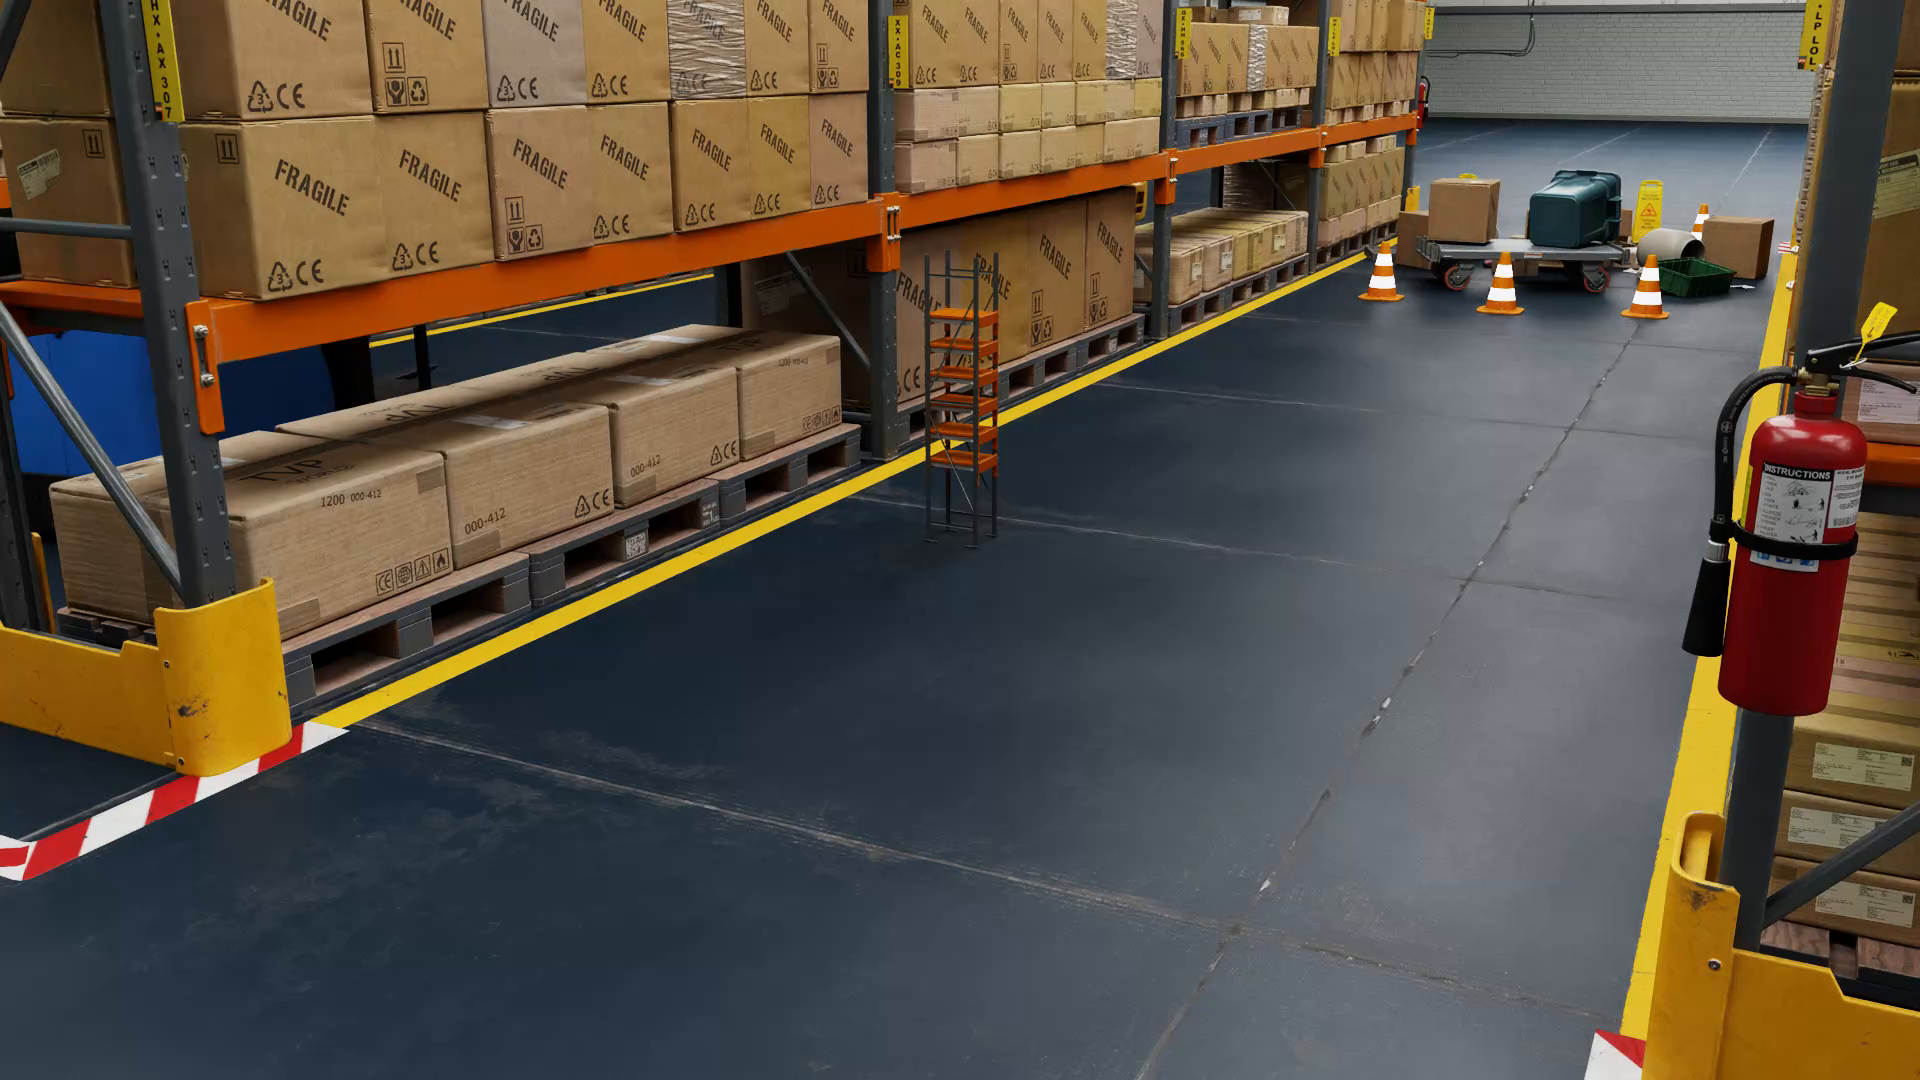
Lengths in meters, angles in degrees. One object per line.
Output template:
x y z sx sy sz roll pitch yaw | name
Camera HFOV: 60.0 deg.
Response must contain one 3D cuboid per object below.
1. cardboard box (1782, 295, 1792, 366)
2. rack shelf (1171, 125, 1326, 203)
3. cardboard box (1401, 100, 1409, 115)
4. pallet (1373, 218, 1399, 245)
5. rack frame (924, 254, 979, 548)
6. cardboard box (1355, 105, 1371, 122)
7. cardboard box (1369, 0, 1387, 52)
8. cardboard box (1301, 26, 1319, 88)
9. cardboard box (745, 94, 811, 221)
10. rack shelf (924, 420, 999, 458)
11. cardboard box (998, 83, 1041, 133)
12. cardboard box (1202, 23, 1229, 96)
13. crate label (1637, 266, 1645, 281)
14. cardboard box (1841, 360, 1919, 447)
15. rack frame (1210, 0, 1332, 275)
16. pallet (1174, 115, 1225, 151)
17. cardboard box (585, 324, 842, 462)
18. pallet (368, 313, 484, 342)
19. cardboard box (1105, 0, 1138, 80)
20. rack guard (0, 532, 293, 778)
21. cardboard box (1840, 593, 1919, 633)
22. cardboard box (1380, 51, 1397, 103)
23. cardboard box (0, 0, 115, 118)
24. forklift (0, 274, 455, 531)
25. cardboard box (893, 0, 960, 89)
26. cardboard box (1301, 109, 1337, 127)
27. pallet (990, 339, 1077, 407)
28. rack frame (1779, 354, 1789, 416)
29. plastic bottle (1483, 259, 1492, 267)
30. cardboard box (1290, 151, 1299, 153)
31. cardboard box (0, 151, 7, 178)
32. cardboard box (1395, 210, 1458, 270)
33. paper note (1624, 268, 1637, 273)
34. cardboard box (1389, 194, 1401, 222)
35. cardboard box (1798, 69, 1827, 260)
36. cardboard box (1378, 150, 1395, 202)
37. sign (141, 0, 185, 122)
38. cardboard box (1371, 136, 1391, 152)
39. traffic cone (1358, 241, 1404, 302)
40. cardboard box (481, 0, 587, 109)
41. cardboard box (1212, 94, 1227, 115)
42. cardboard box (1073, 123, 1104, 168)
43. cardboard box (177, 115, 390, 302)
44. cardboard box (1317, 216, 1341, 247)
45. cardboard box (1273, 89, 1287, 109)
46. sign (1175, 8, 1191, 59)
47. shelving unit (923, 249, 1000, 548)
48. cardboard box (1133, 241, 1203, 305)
4.931 -1.167 9.339 0.500 0.500 0.500 7 18 23 | cardboard box
1.896 -3.080 13.391 1.077 0.370 4.000 8 18 25 | rack shelf
4.587 -4.632 17.793 0.380 0.149 0.250 8 18 25 | cardboard box
4.148 -3.395 18.084 1.003 0.211 1.213 8 18 25 | pallet
-0.034 -0.556 6.787 0.240 1.200 0.006 8 18 25 | rack frame
3.797 -4.178 16.265 0.380 0.149 0.250 8 18 26 | cardboard box
3.676 -4.941 15.937 0.700 0.500 0.500 8 18 24 | cardboard box
2.788 -4.180 14.393 0.500 0.500 0.500 8 18 24 | cardboard box
-0.989 -1.663 7.178 0.500 0.500 0.500 8 18 24 | cardboard box
0.006 -0.421 6.913 0.258 0.103 0.180 8 18 25 | rack shelf
0.121 -2.403 9.230 0.500 0.250 0.500 8 18 26 | cardboard box
1.637 -3.527 12.194 0.500 0.500 0.500 9 19 28 | cardboard box
6.128 -2.333 14.637 0.298 0.136 0.250 -4 17 -13 | crate label
1.794 -0.273 3.116 0.380 0.149 0.250 8 18 25 | cardboard box
2.789 -3.935 15.004 1.000 3.000 0.127 8 18 25 | rack frame
1.225 -3.019 12.258 1.213 0.211 1.003 8 18 25 | pallet
-1.162 -0.724 7.956 0.875 0.438 0.875 8 18 25 | cardboard box
-4.354 -1.715 12.427 1.003 0.211 1.213 8 18 25 | pallet
0.783 -3.146 10.418 0.500 0.500 0.500 8 19 26 | cardboard box
-2.584 0.326 5.048 1.175 0.500 0.348 8 18 25 | rack guard
2.249 0.242 4.165 0.380 0.149 0.250 7 18 23 | cardboard box
4.126 -4.717 16.939 0.500 0.500 0.500 8 18 25 | cardboard box
-2.570 -1.558 5.072 0.500 0.500 0.500 9 19 27 | cardboard box
-3.210 -1.776 7.858 1.130 2.935 3.031 5 17 16 | forklift
-0.332 -2.500 8.241 0.500 0.500 0.500 8 18 26 | cardboard box
3.217 -3.854 15.172 0.380 0.149 0.250 8 18 25 | cardboard box
0.036 -1.078 10.284 1.003 0.211 1.213 8 18 25 | pallet
3.688 -1.293 6.109 1.000 3.000 0.127 8 18 25 | rack frame
5.044 -2.616 15.726 0.133 0.061 0.283 12 20 35 | plastic bottle
3.498 -3.759 17.188 0.500 0.500 0.500 8 19 26 | cardboard box
-5.477 -2.092 9.241 0.380 0.149 0.250 9 19 27 | cardboard box
4.485 -2.838 15.695 0.500 0.500 0.500 -7 18 -22 | cardboard box
6.233 -2.482 15.342 0.155 0.023 0.172 -15 22 -41 | paper note
4.445 -3.591 17.937 0.500 0.250 0.500 8 18 25 | cardboard box
2.556 -0.998 4.420 0.500 0.500 0.500 9 19 28 | cardboard box
4.222 -3.826 17.411 0.500 0.500 0.500 9 19 27 | cardboard box
-2.079 -1.259 4.335 0.100 0.325 0.005 8 18 25 | sign
4.233 -4.104 17.210 0.380 0.149 0.250 8 19 26 | cardboard box
3.488 -2.225 13.702 0.336 0.463 0.334 8 18 25 | traffic cone
-1.656 -1.756 5.737 0.500 0.500 0.500 8 18 25 | cardboard box
1.775 -3.255 12.419 0.380 0.149 0.250 8 18 26 | cardboard box
0.555 -2.424 10.180 0.500 0.250 0.500 8 18 25 | cardboard box
-2.101 -1.012 4.987 0.500 0.500 0.500 8 18 25 | cardboard box
3.294 -2.934 15.726 0.500 0.250 0.500 7 18 23 | cardboard box
2.479 -3.649 13.745 0.380 0.149 0.250 8 18 26 | cardboard box
1.500 -3.401 11.174 0.100 0.325 0.005 8 18 25 | sign
0.006 -0.579 6.866 0.258 1.200 0.189 8 18 25 | shelving unit
1.263 -2.000 12.368 0.950 0.372 0.625 7 18 22 | cardboard box
